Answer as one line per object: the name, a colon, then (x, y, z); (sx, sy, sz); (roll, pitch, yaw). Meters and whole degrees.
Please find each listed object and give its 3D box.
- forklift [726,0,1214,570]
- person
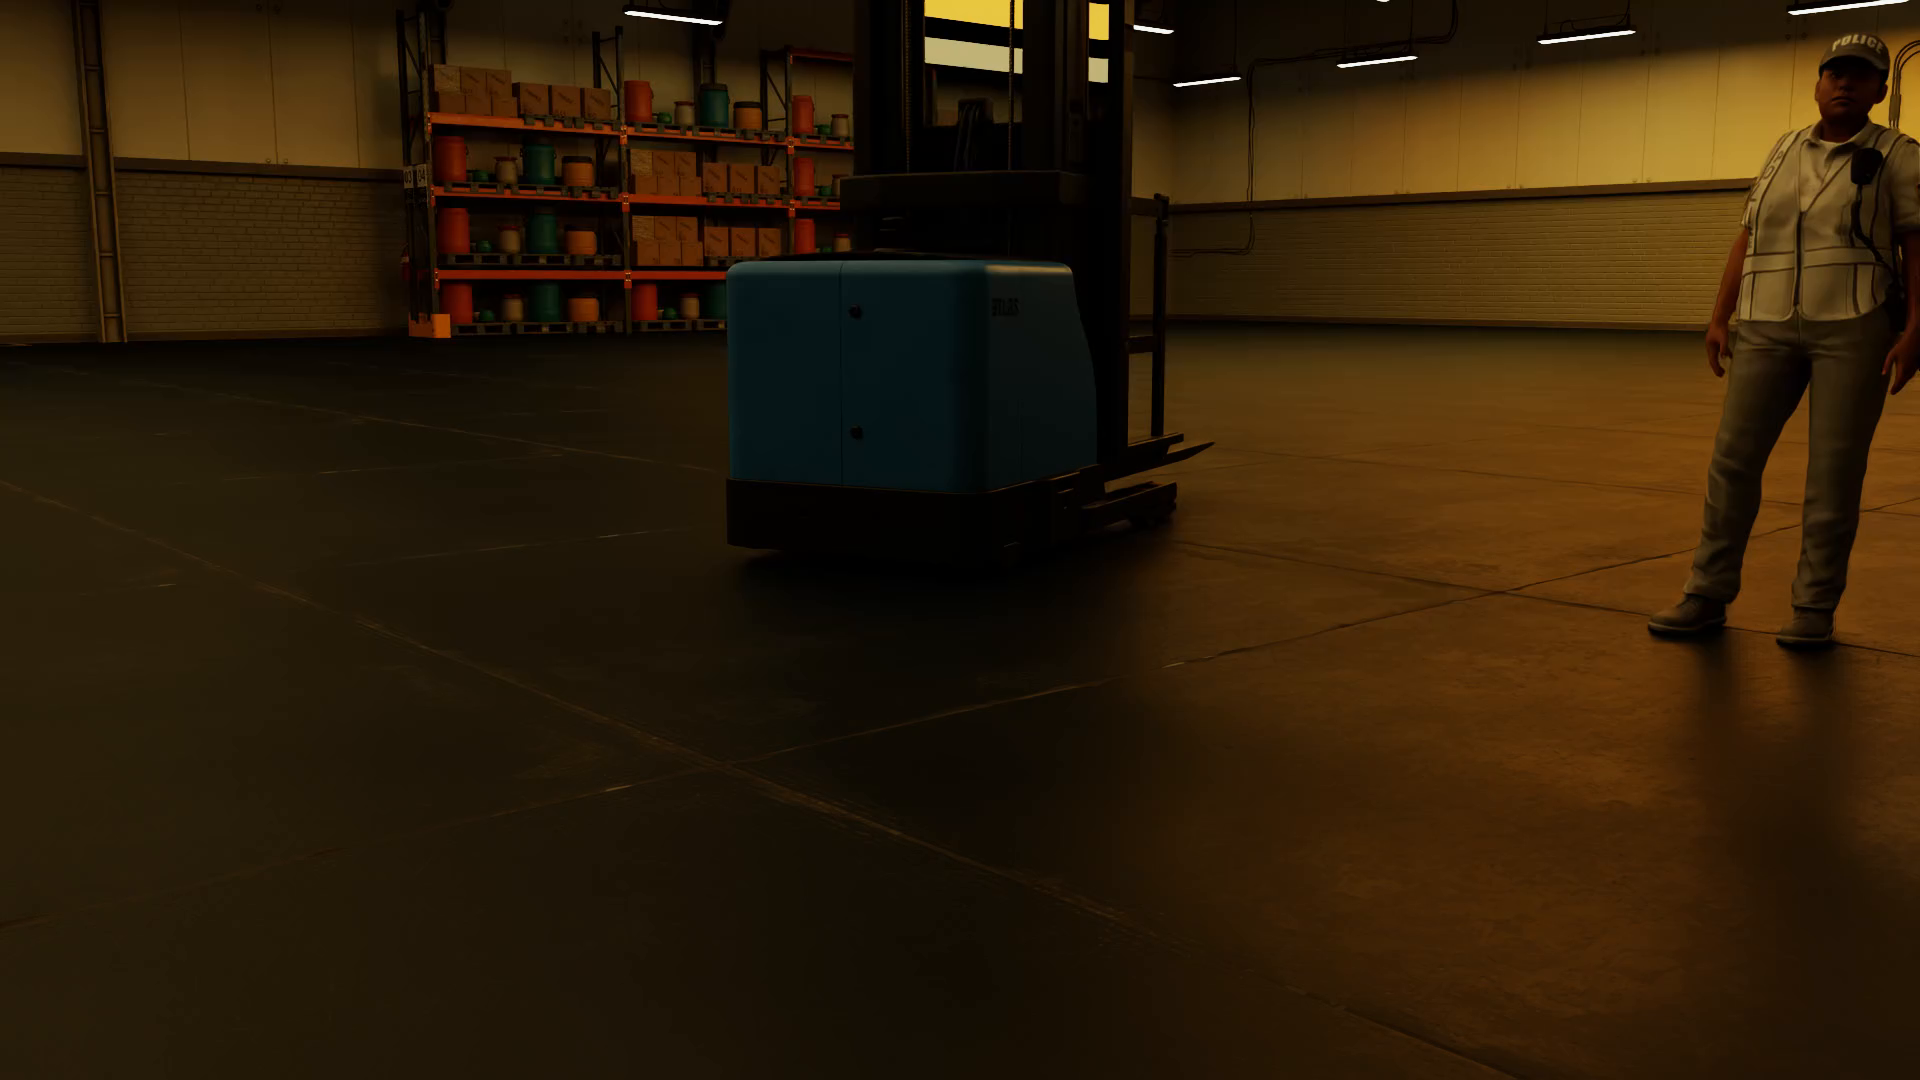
forklift: (0.275, -1.531, 6.852); (1.130, 2.935, 3.031); (4, 10, 26)
person: (2.353, -0.554, 4.645); (0.513, 1.672, 0.597); (-9, 12, -44)
